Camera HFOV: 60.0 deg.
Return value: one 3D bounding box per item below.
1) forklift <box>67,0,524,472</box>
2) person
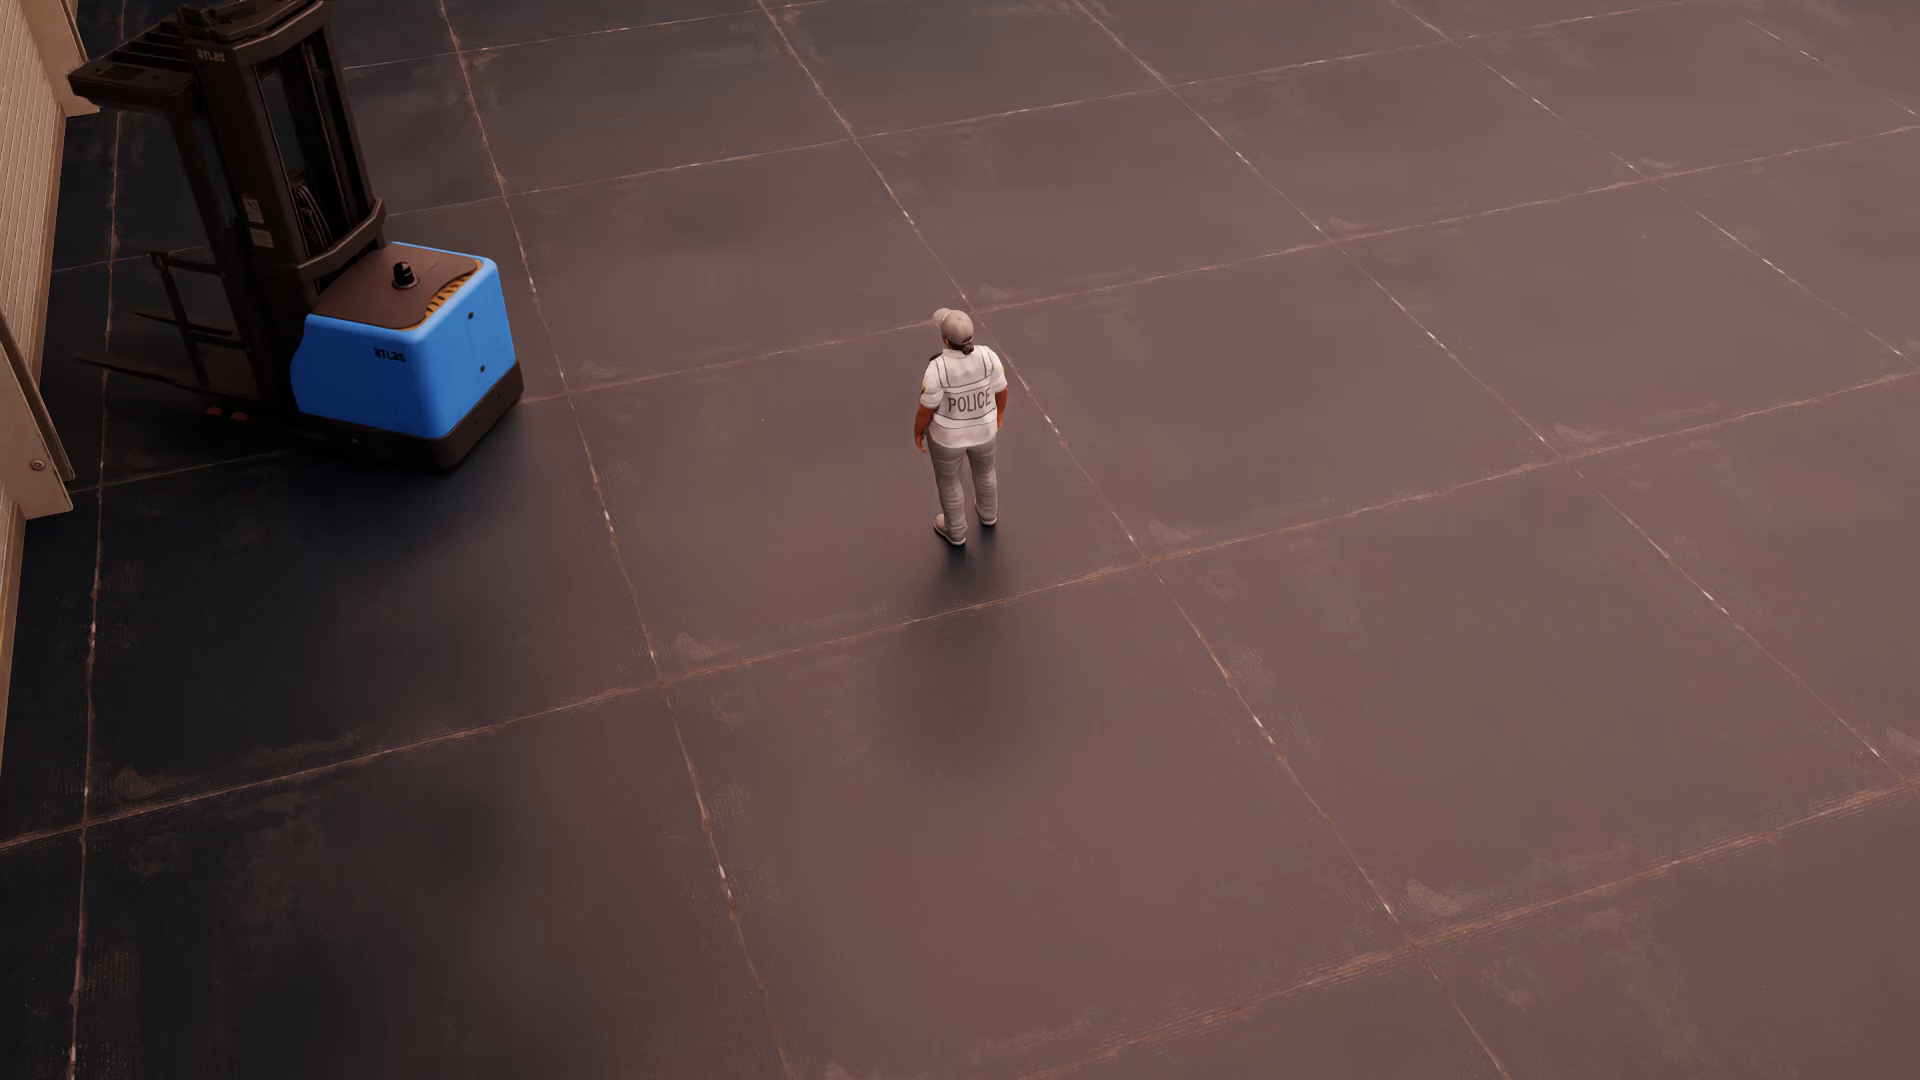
[{"bbox_3d":[-4.561,-2.120,10.521,3.031,2.935,1.130,12,41,14],"label":"forklift"},{"bbox_3d":[-0.005,-0.695,9.796,0.599,1.670,0.529,-13,42,-15],"label":"person"}]
